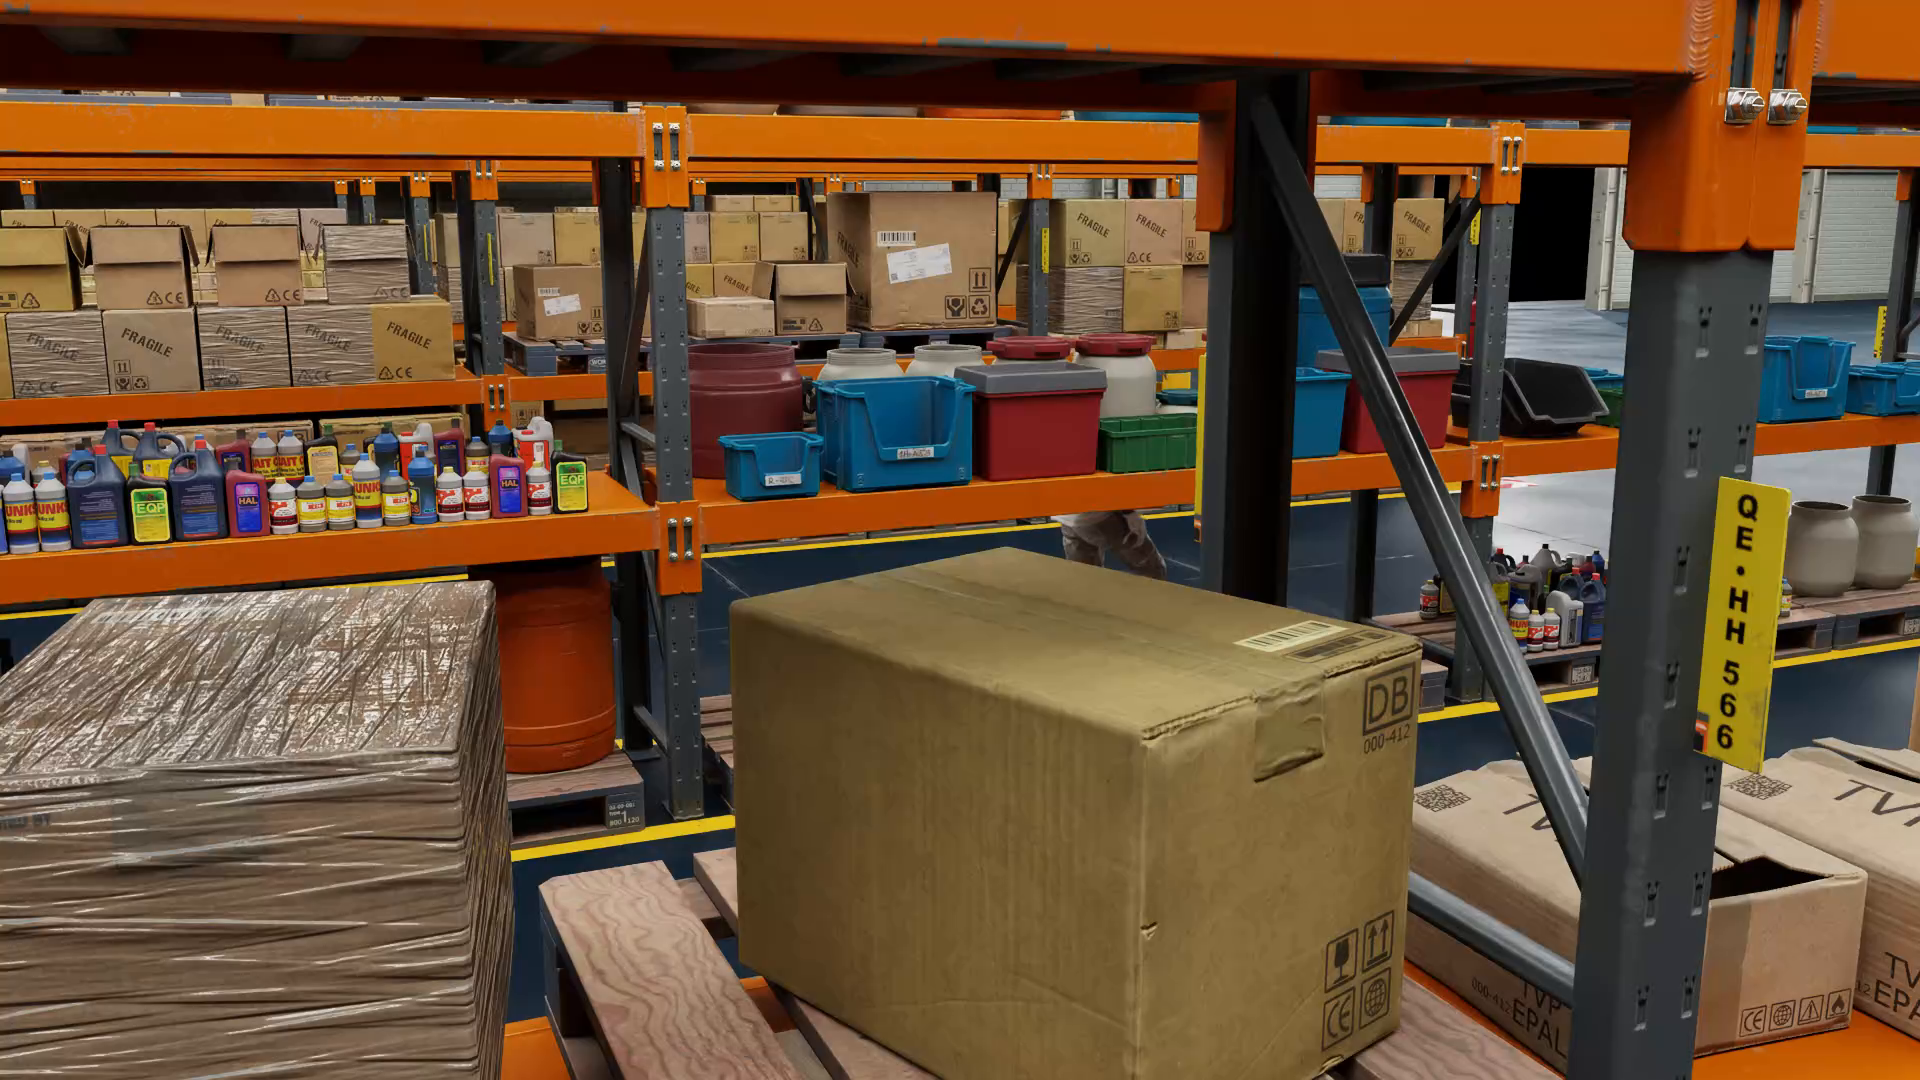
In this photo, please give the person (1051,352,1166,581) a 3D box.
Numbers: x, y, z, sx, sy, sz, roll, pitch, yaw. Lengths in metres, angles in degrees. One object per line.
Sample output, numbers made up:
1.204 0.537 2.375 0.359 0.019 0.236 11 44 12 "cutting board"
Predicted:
0.727 -0.141 8.573 0.520 1.785 0.629 -6 13 -26 "person"
